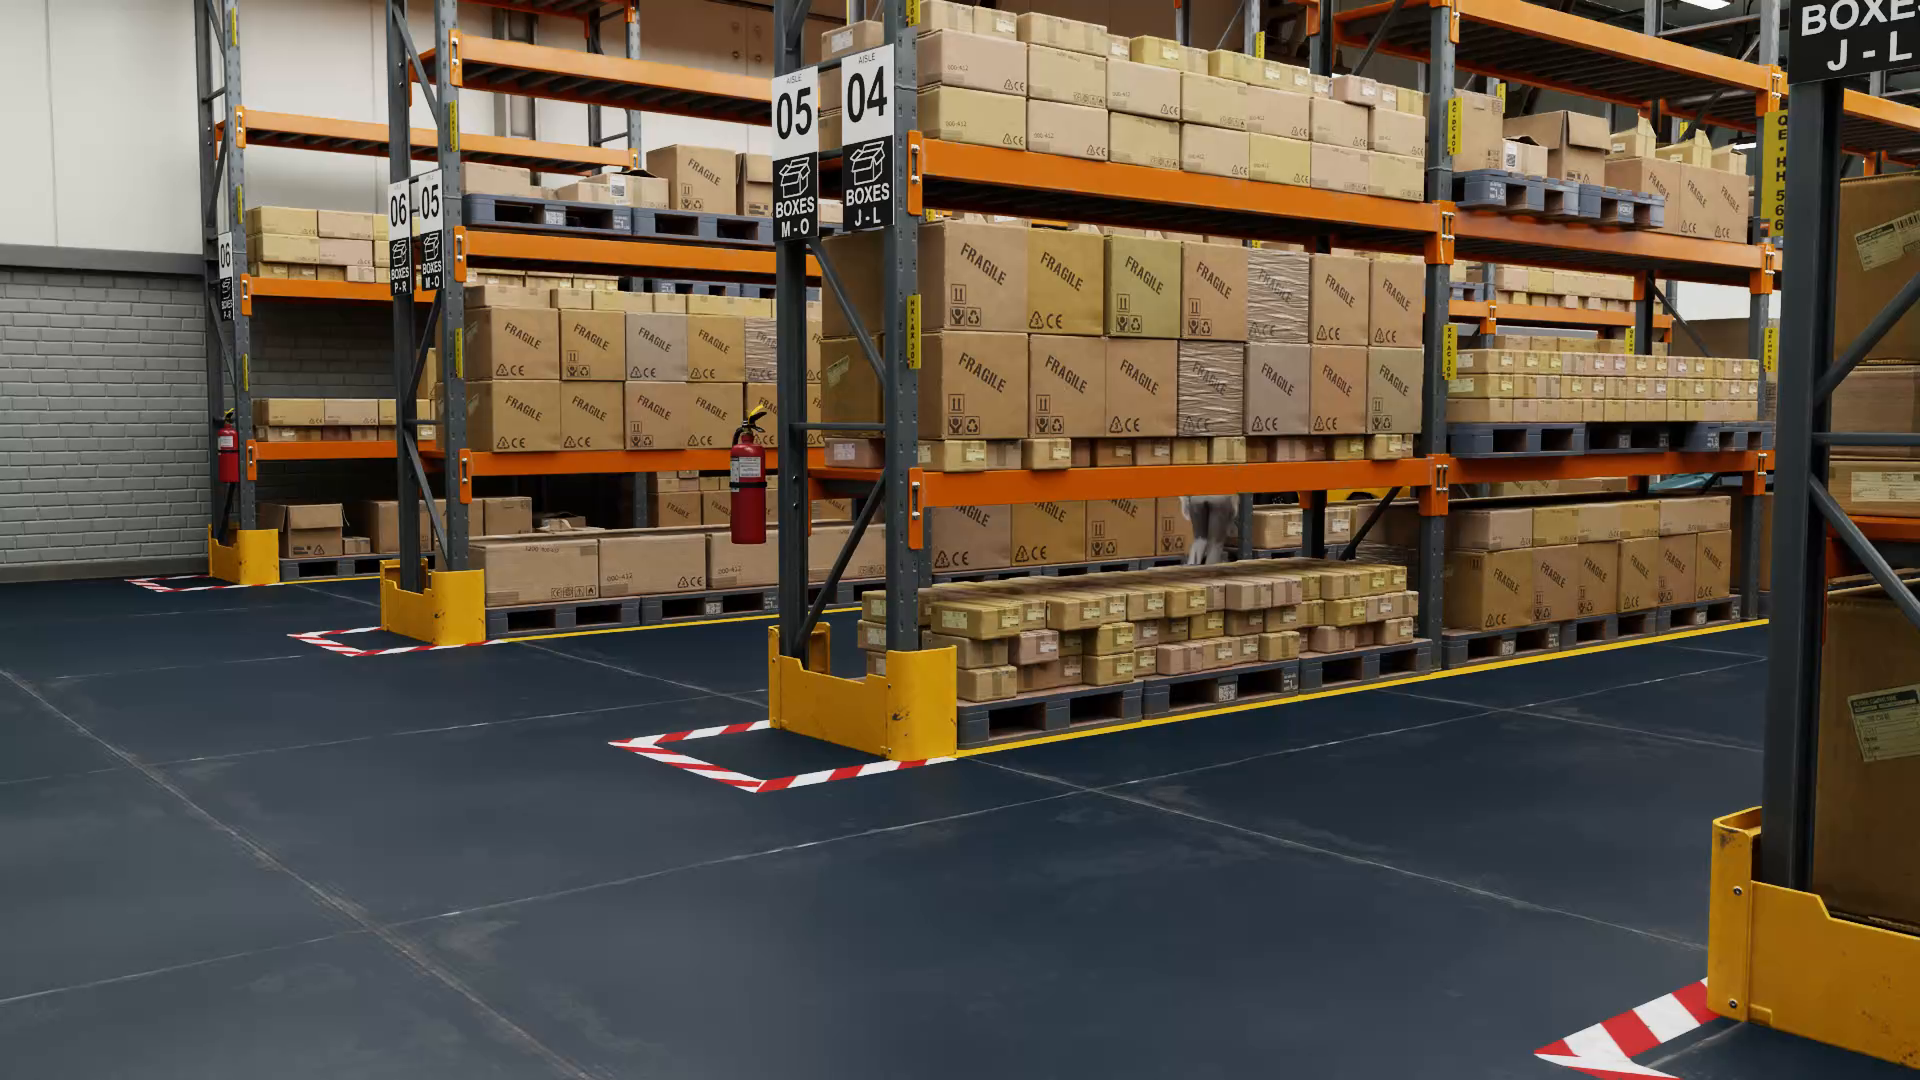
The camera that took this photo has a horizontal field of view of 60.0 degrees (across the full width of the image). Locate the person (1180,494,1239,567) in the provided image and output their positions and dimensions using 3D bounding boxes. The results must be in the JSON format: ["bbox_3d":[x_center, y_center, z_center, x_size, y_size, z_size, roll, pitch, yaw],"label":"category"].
[{"bbox_3d":[2.048,-0.338,13.630,0.482,1.679,0.427,3,5,30],"label":"person"}]
